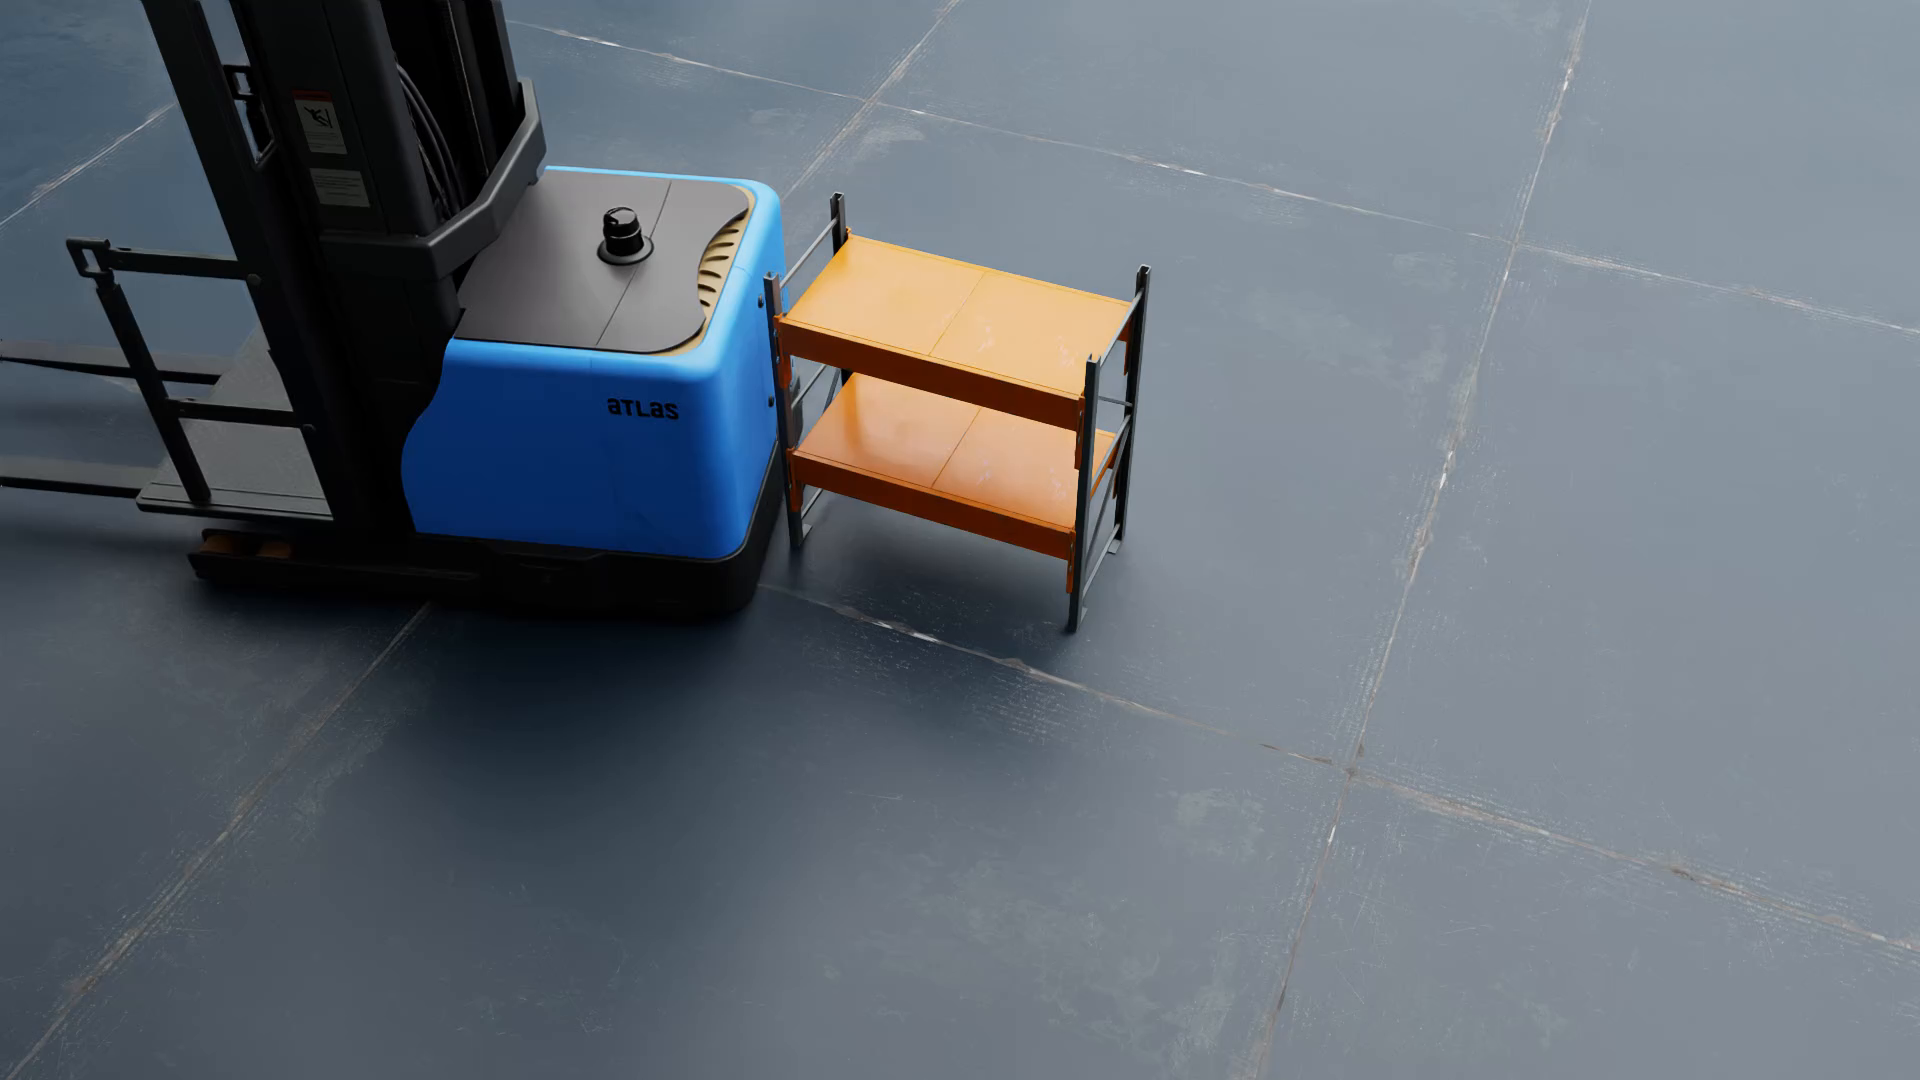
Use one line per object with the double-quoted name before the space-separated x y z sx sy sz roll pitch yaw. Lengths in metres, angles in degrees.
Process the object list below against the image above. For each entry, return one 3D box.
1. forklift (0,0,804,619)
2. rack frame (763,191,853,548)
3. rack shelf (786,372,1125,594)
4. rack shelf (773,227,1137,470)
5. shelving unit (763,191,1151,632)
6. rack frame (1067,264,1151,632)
"forklift" -2.128 -1.242 4.920 3.031 2.935 1.130 5 45 5
"rack frame" -0.475 -0.539 5.494 0.032 1.125 0.500 16 47 16
"rack shelf" -0.006 -0.227 5.528 1.000 0.278 0.538 16 47 16
"rack shelf" -0.006 -0.608 5.149 1.000 0.278 0.538 16 47 16
"shelving unit" -0.006 -0.401 5.355 1.048 1.125 0.538 16 47 16
"rack frame" 0.463 -0.263 5.216 0.032 1.125 0.500 16 47 16
